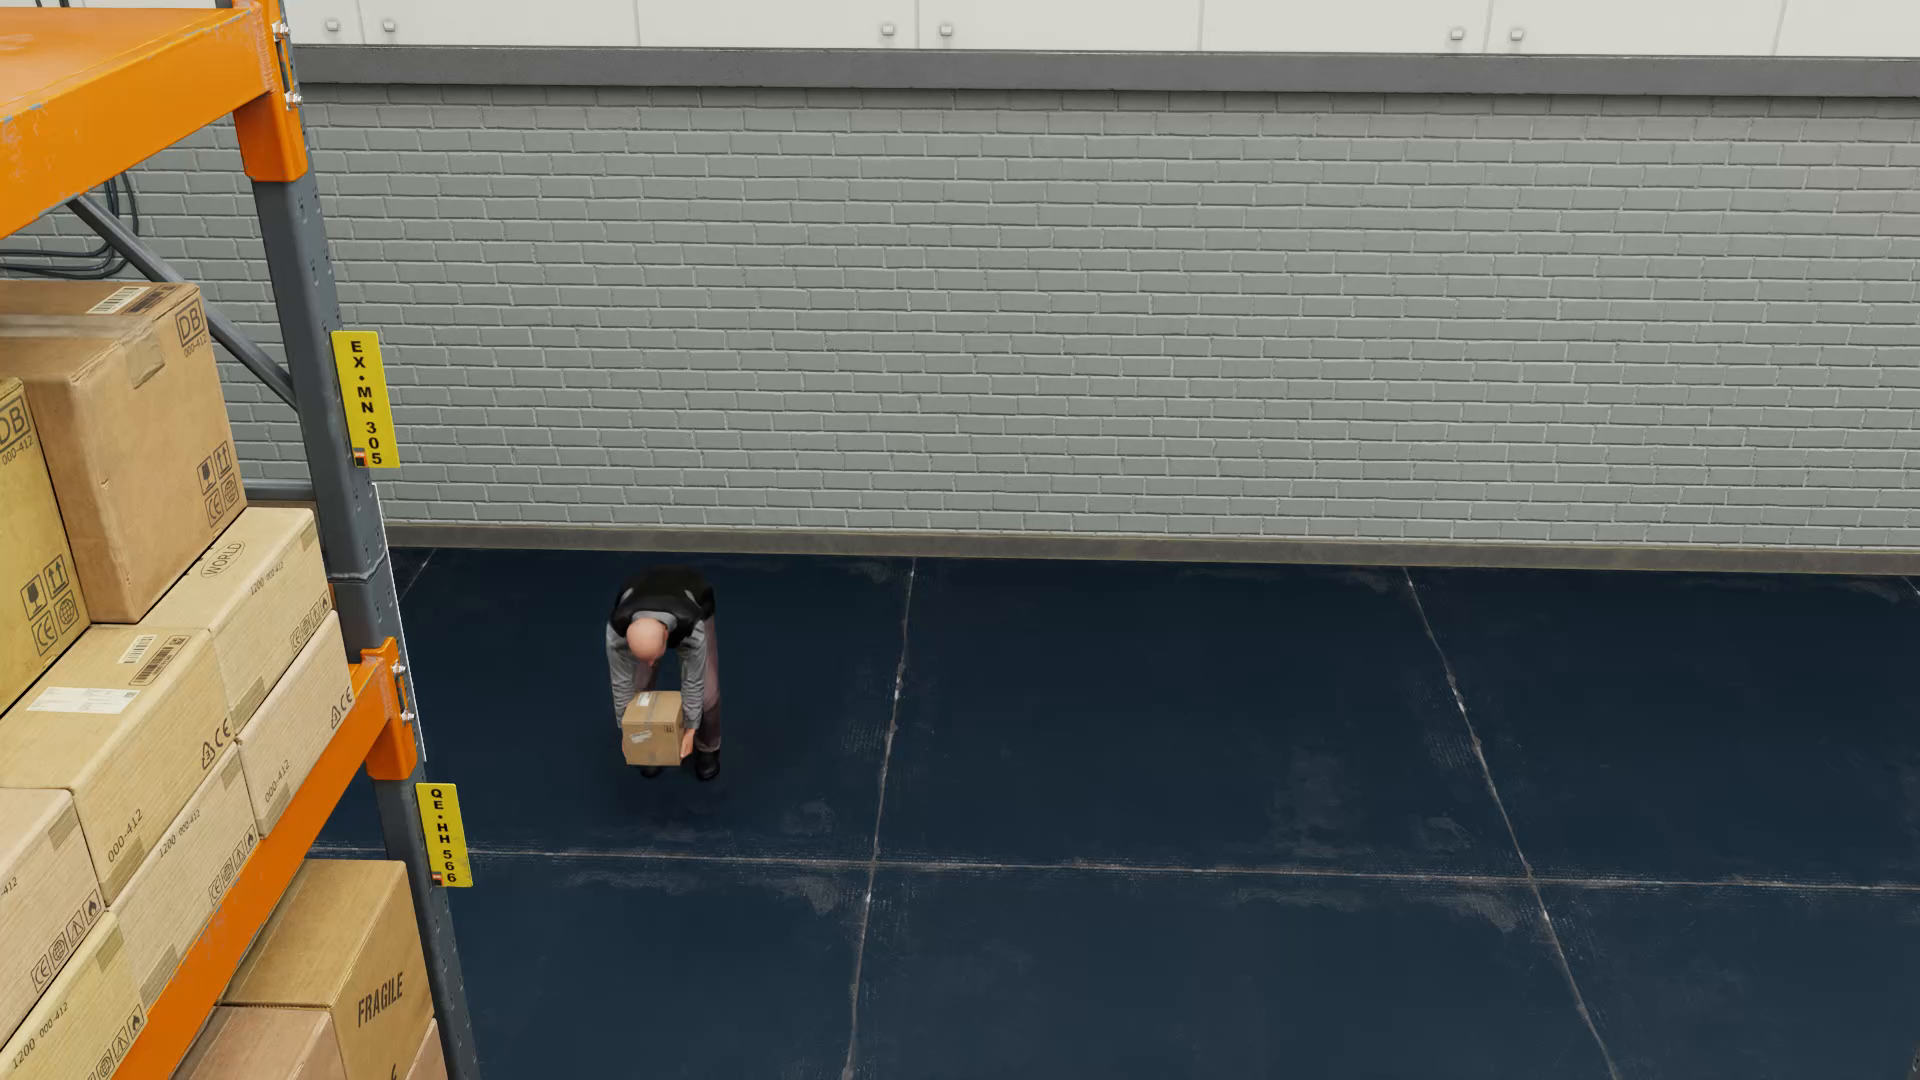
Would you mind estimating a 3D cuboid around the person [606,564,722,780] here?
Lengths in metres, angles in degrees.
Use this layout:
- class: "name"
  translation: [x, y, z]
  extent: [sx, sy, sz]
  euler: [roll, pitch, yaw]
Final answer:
- class: "person"
  translation: [-1.400, 0.695, 7.928]
  extent: [0.484, 1.164, 0.936]
  euler: [0, 28, 0]
